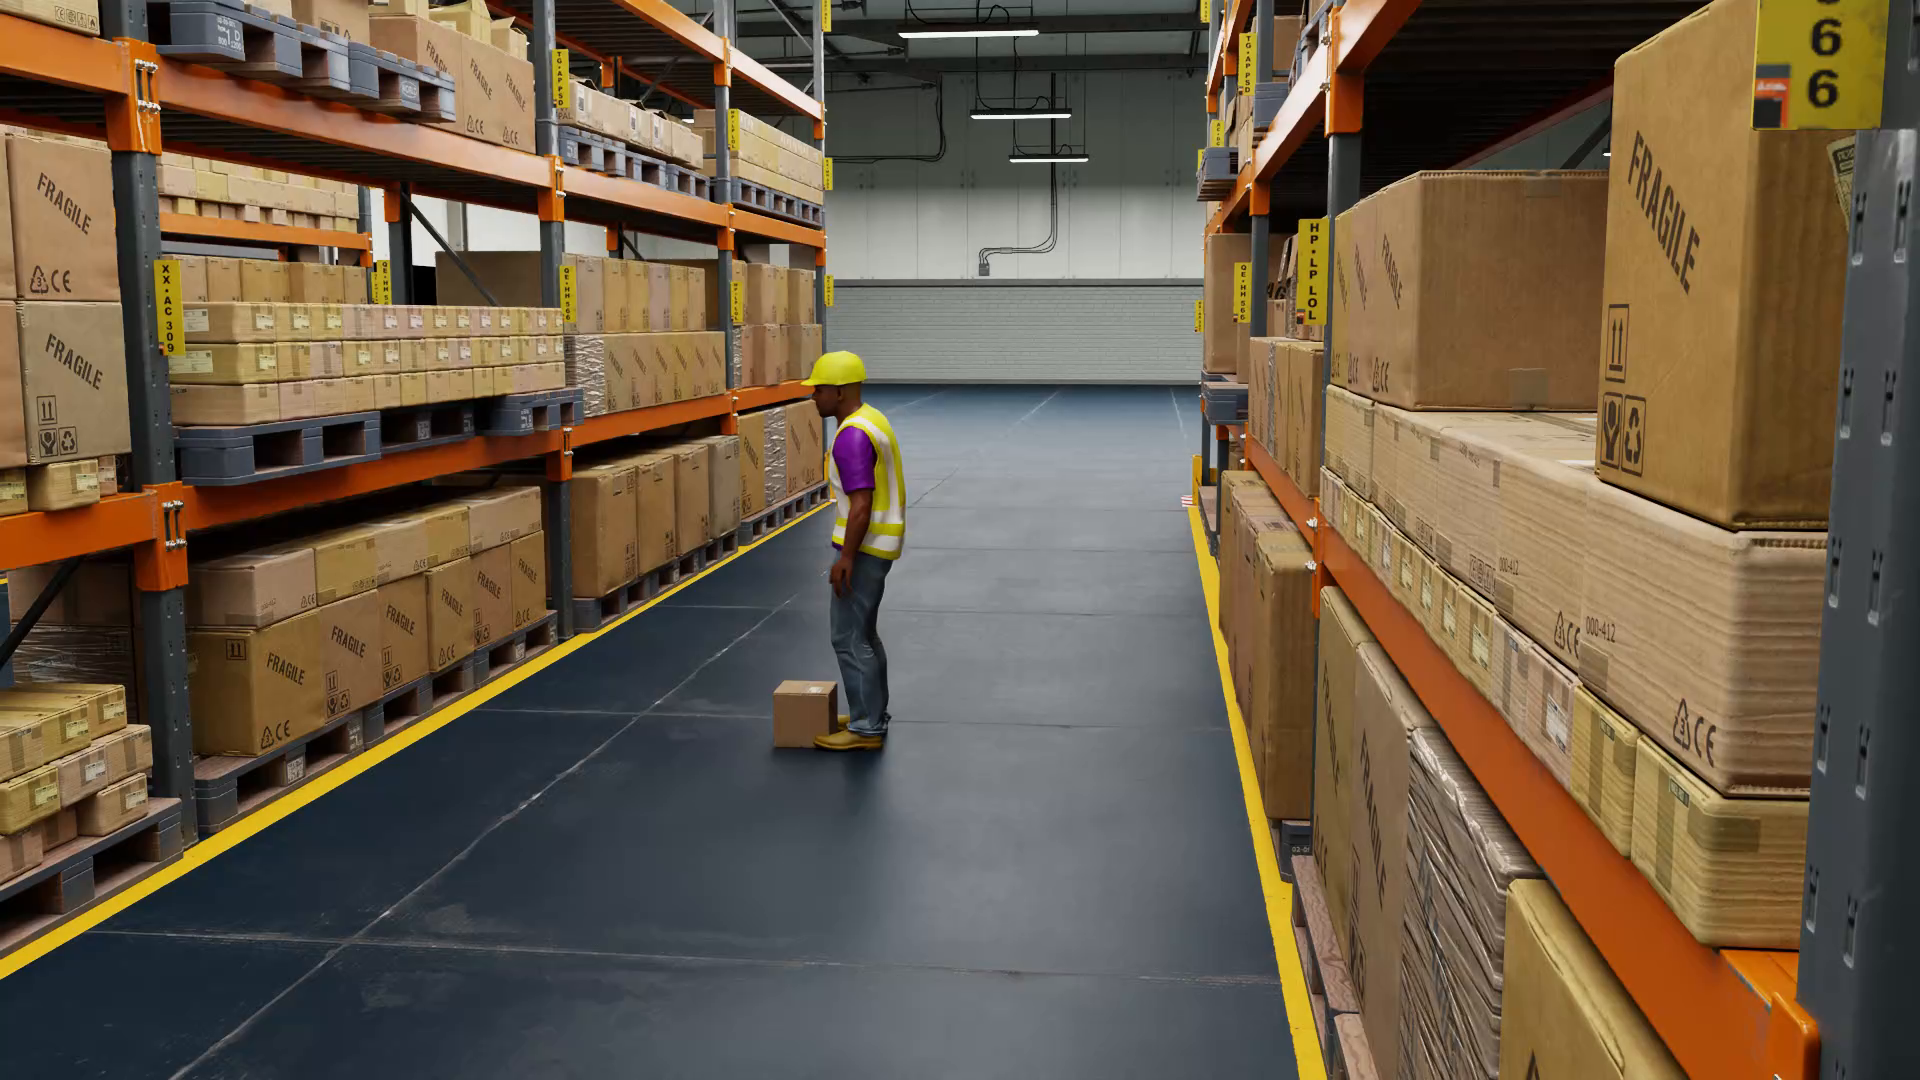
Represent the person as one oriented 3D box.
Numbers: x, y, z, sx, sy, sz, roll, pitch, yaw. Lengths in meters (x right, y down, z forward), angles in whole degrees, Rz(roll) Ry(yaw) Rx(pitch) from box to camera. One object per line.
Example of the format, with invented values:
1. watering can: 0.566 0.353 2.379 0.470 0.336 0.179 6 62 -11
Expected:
1. person: -0.468 0.044 7.393 0.456 1.760 0.635 0 8 3
